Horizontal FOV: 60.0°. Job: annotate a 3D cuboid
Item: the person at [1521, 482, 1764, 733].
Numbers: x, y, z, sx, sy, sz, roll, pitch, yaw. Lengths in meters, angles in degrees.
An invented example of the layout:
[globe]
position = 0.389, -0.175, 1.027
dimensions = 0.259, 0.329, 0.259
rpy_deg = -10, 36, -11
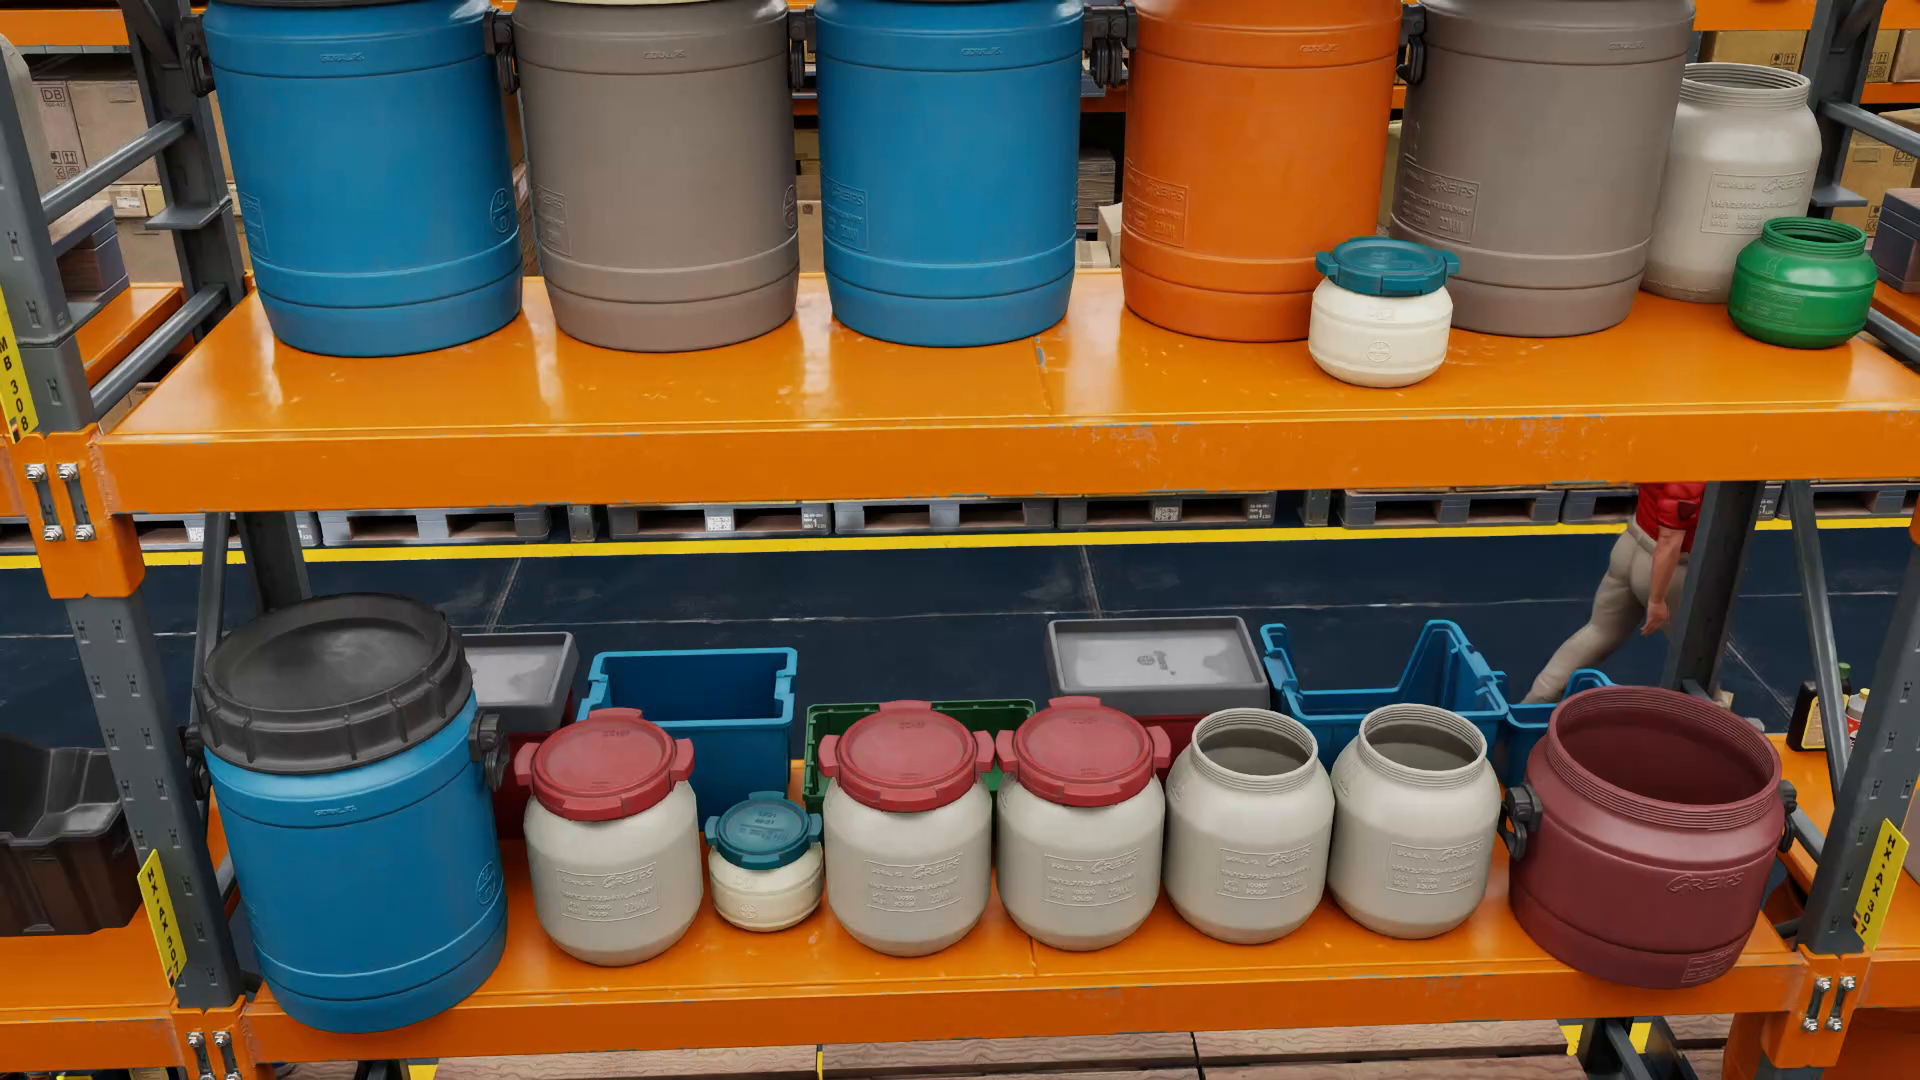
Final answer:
[person]
position = 2.969, 0.092, 6.958
dimensions = 1.049, 1.671, 0.579
rpy_deg = -4, 28, -7
